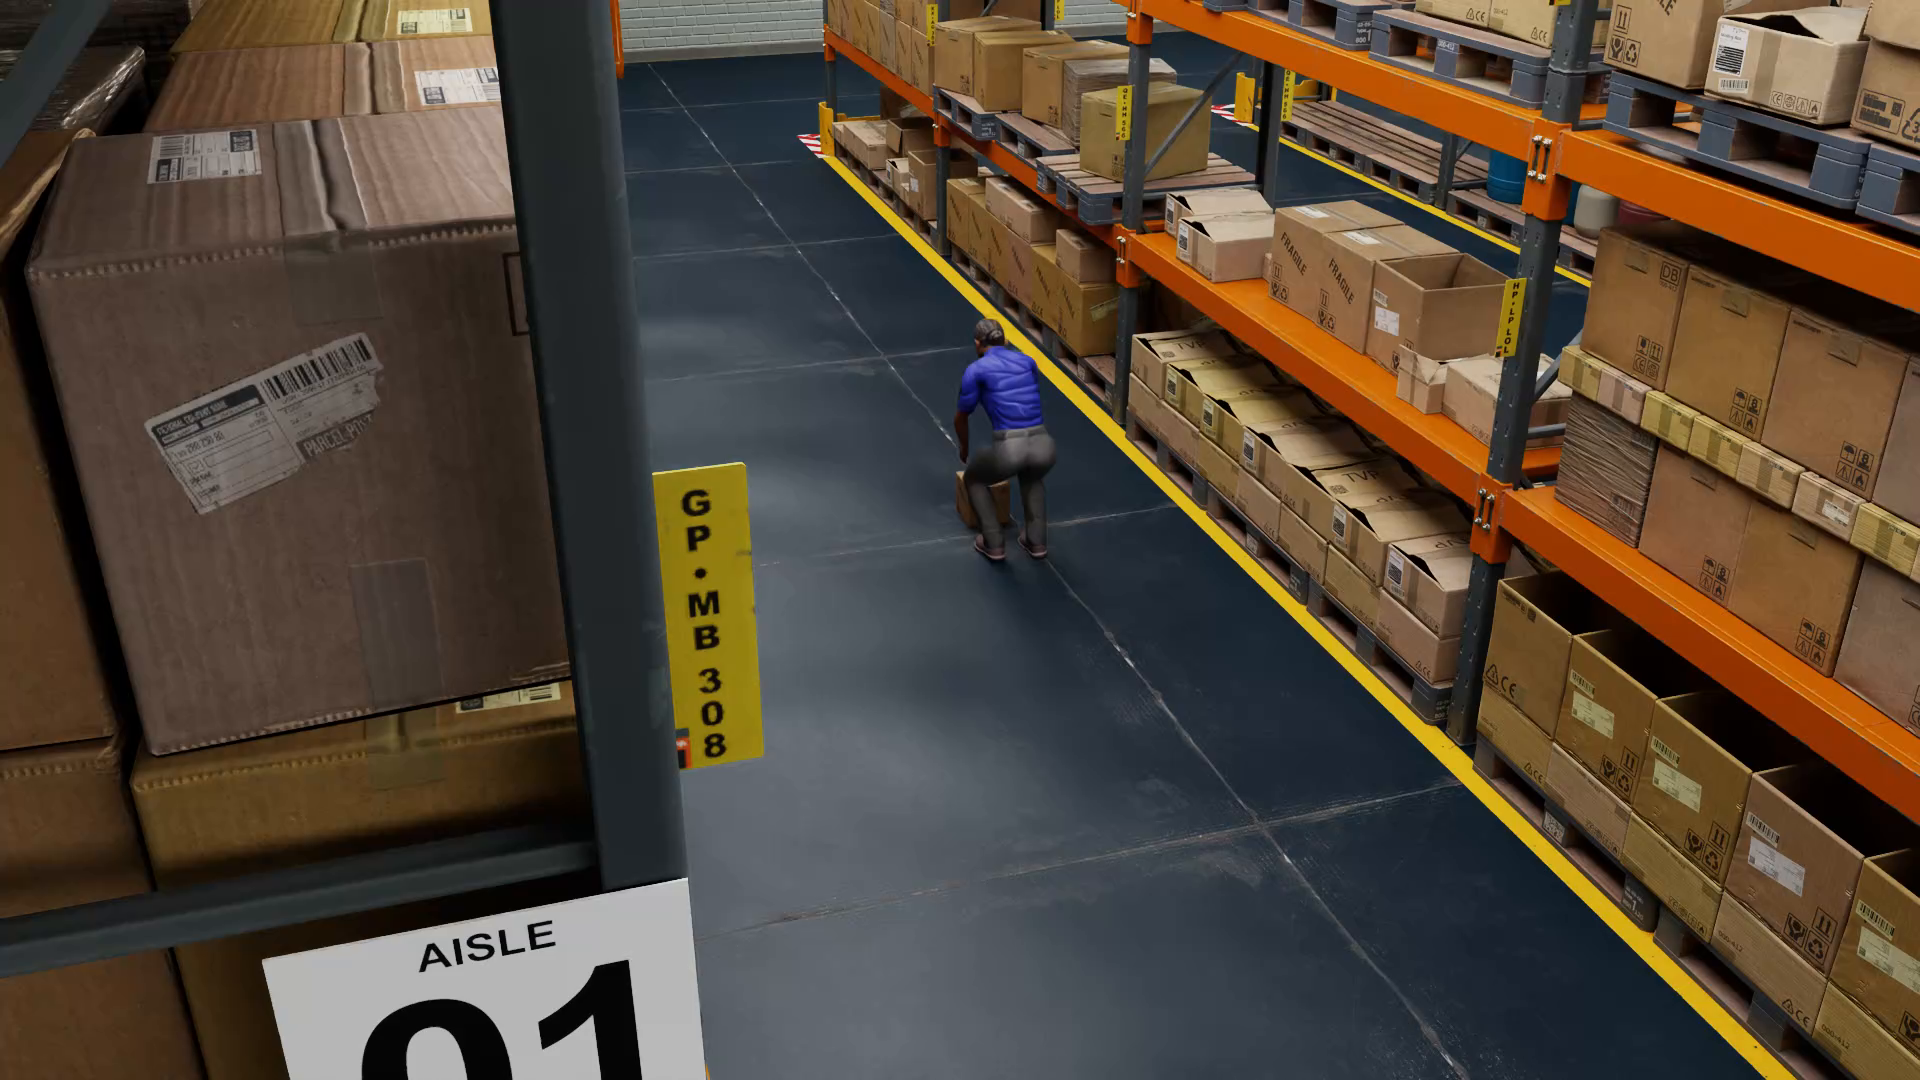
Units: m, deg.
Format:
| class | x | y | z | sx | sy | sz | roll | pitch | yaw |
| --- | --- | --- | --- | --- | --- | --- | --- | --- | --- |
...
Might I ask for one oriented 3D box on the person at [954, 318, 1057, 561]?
| class | x | y | z | sx | sy | sz | roll | pitch | yaw |
| --- | --- | --- | --- | --- | --- | --- | --- | --- | --- |
| person | 0.238 | -0.519 | 9.098 | 0.497 | 1.277 | 0.684 | -8 | 28 | -16 |
